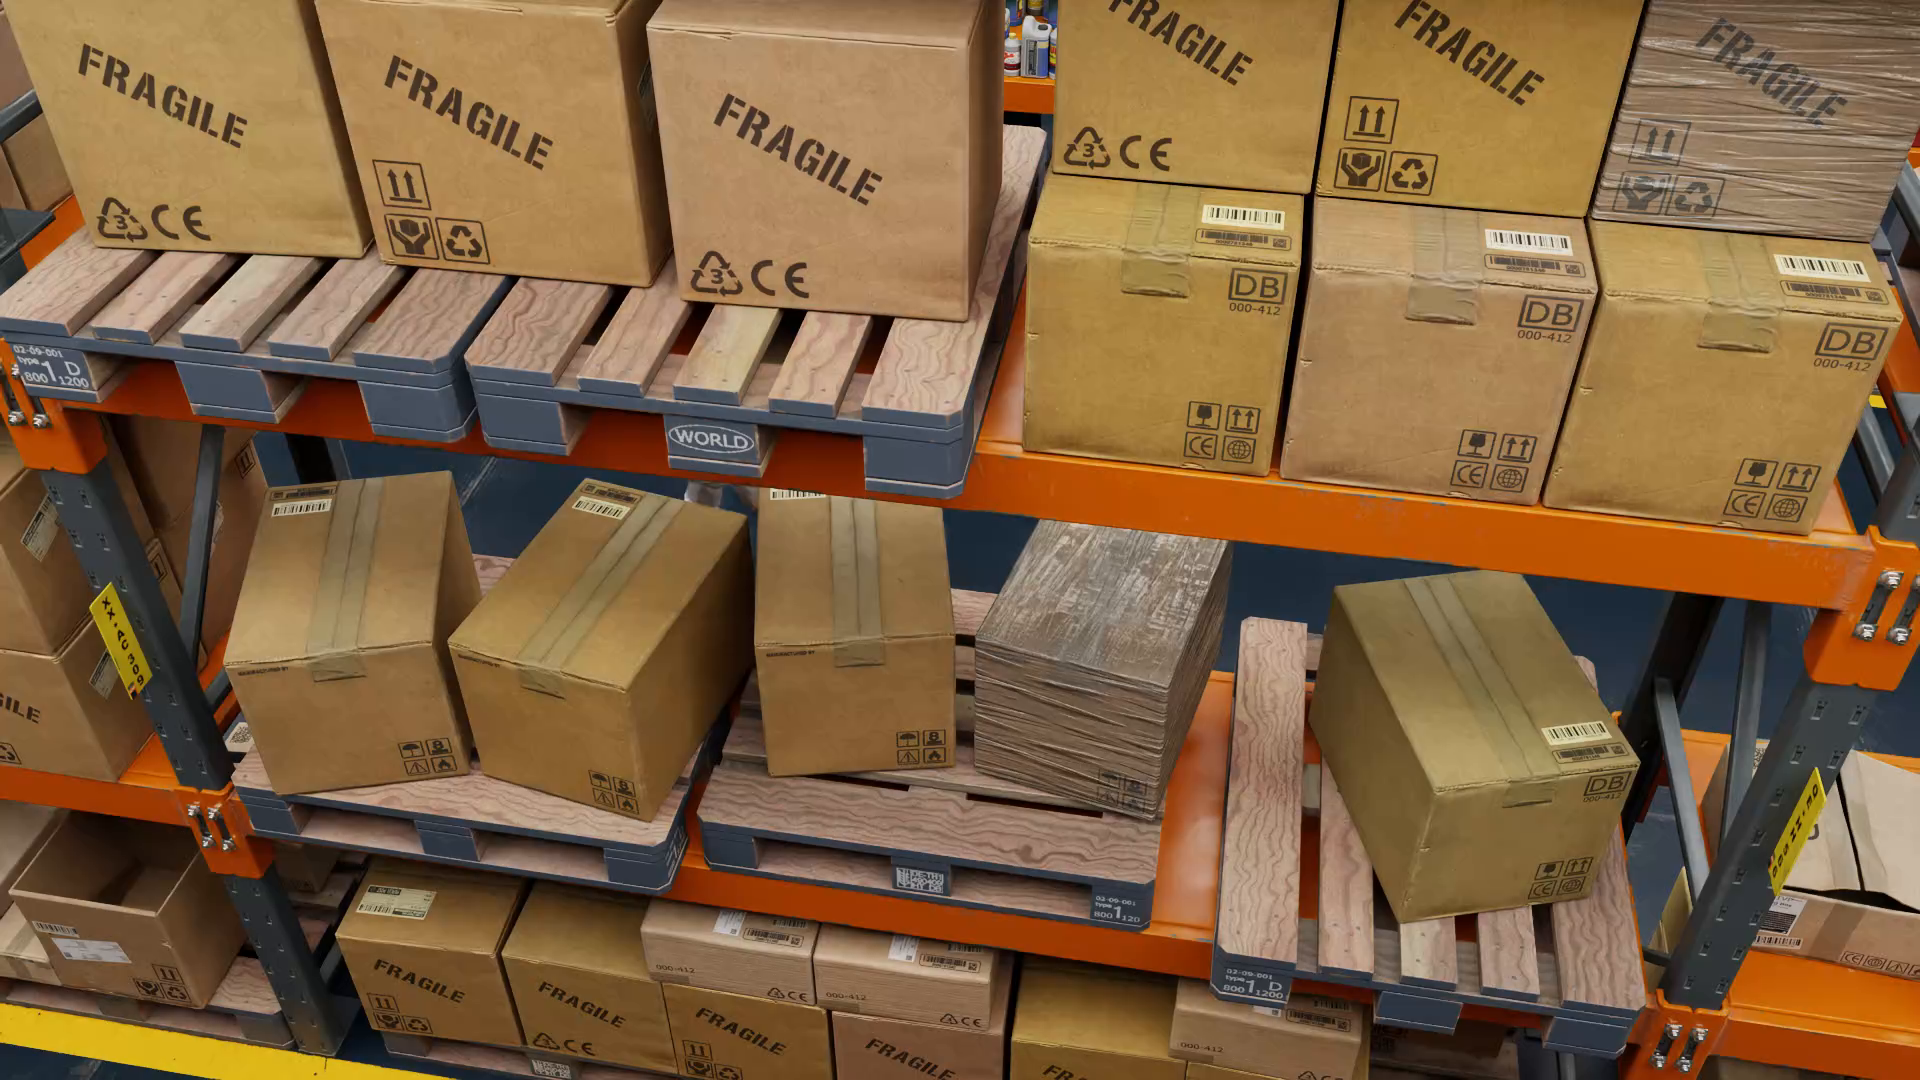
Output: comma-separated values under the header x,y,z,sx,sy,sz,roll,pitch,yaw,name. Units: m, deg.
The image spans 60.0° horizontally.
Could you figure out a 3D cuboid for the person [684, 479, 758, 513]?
x,y,z,sx,sy,sz,roll,pitch,yaw,name
-0.983,-0.500,6.720,1.010,1.745,0.559,7,41,8,person
